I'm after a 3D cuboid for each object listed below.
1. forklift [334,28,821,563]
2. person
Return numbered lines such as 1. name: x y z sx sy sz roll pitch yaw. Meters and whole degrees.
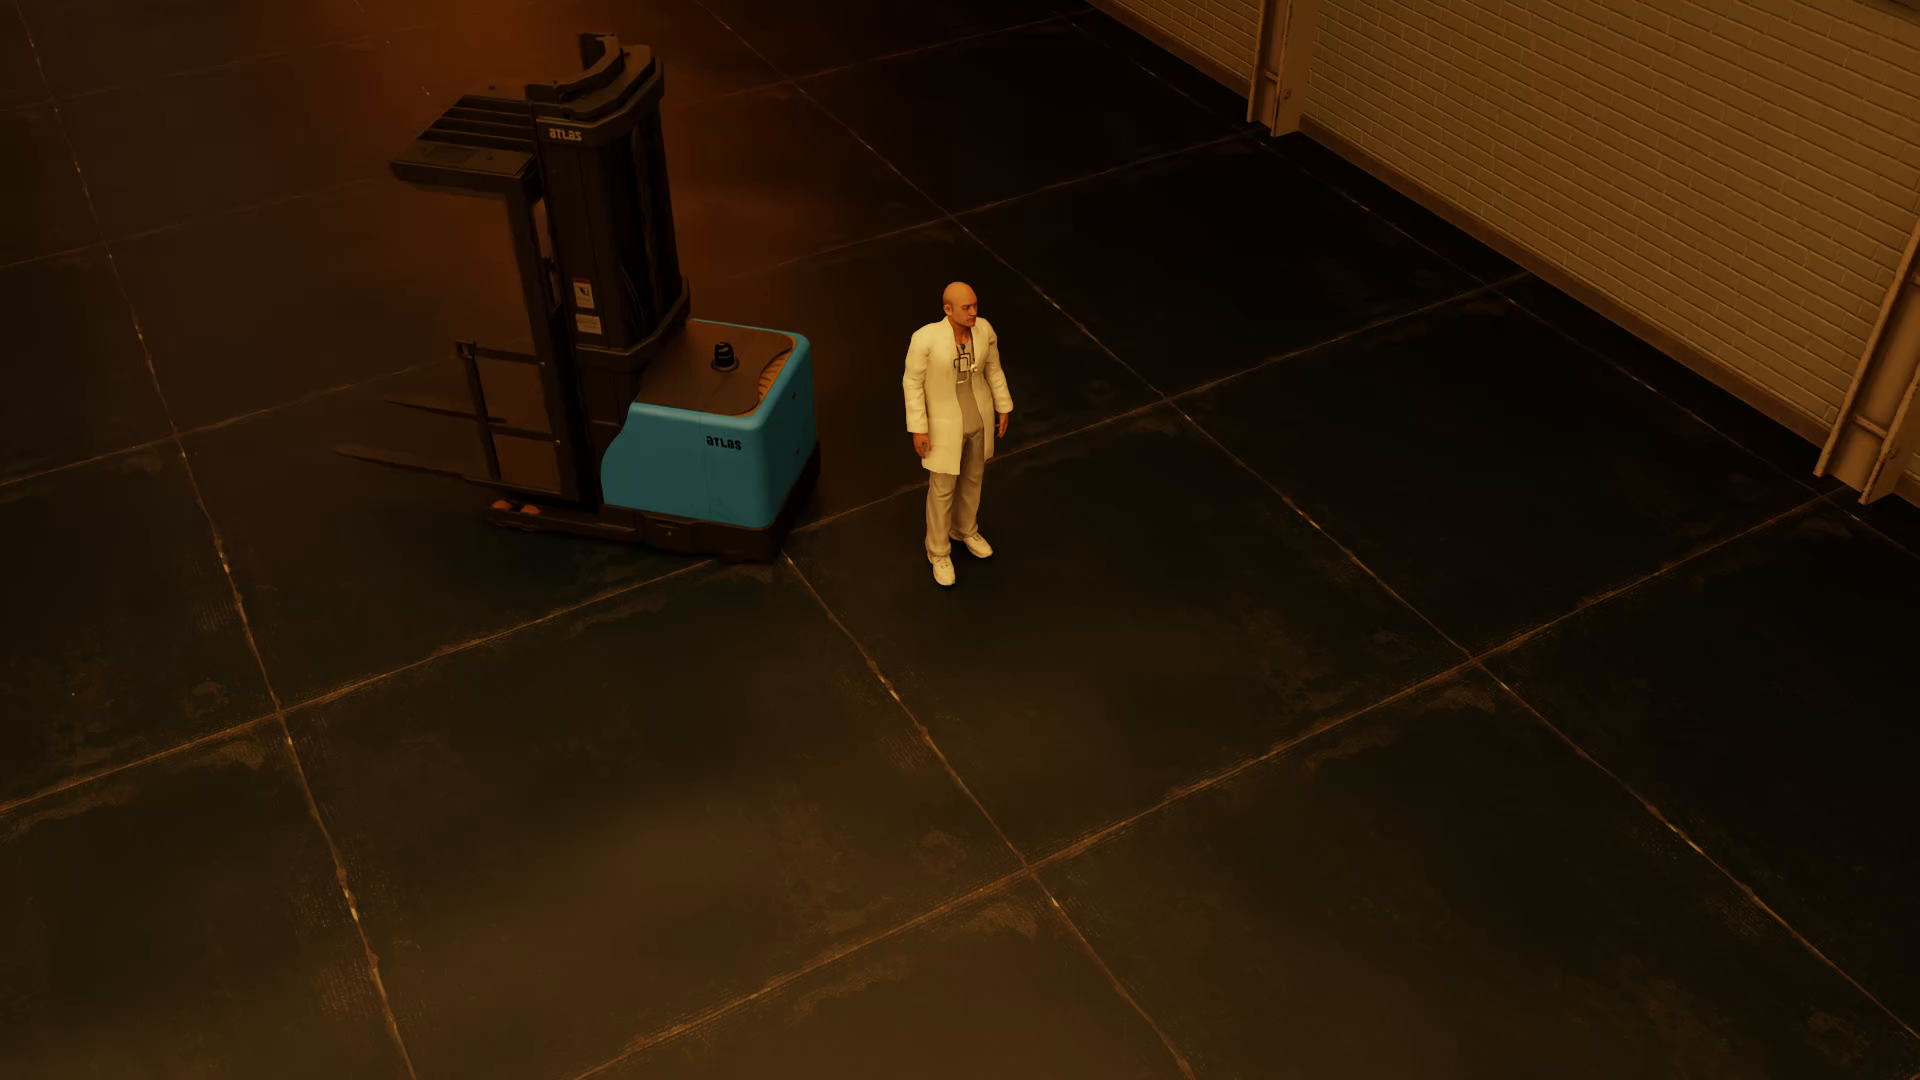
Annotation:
1. forklift: -2.475 -1.497 9.841 3.031 2.935 1.130 9 41 11
2. person: 0.041 -0.638 9.698 0.694 1.776 0.581 -20 44 -23
